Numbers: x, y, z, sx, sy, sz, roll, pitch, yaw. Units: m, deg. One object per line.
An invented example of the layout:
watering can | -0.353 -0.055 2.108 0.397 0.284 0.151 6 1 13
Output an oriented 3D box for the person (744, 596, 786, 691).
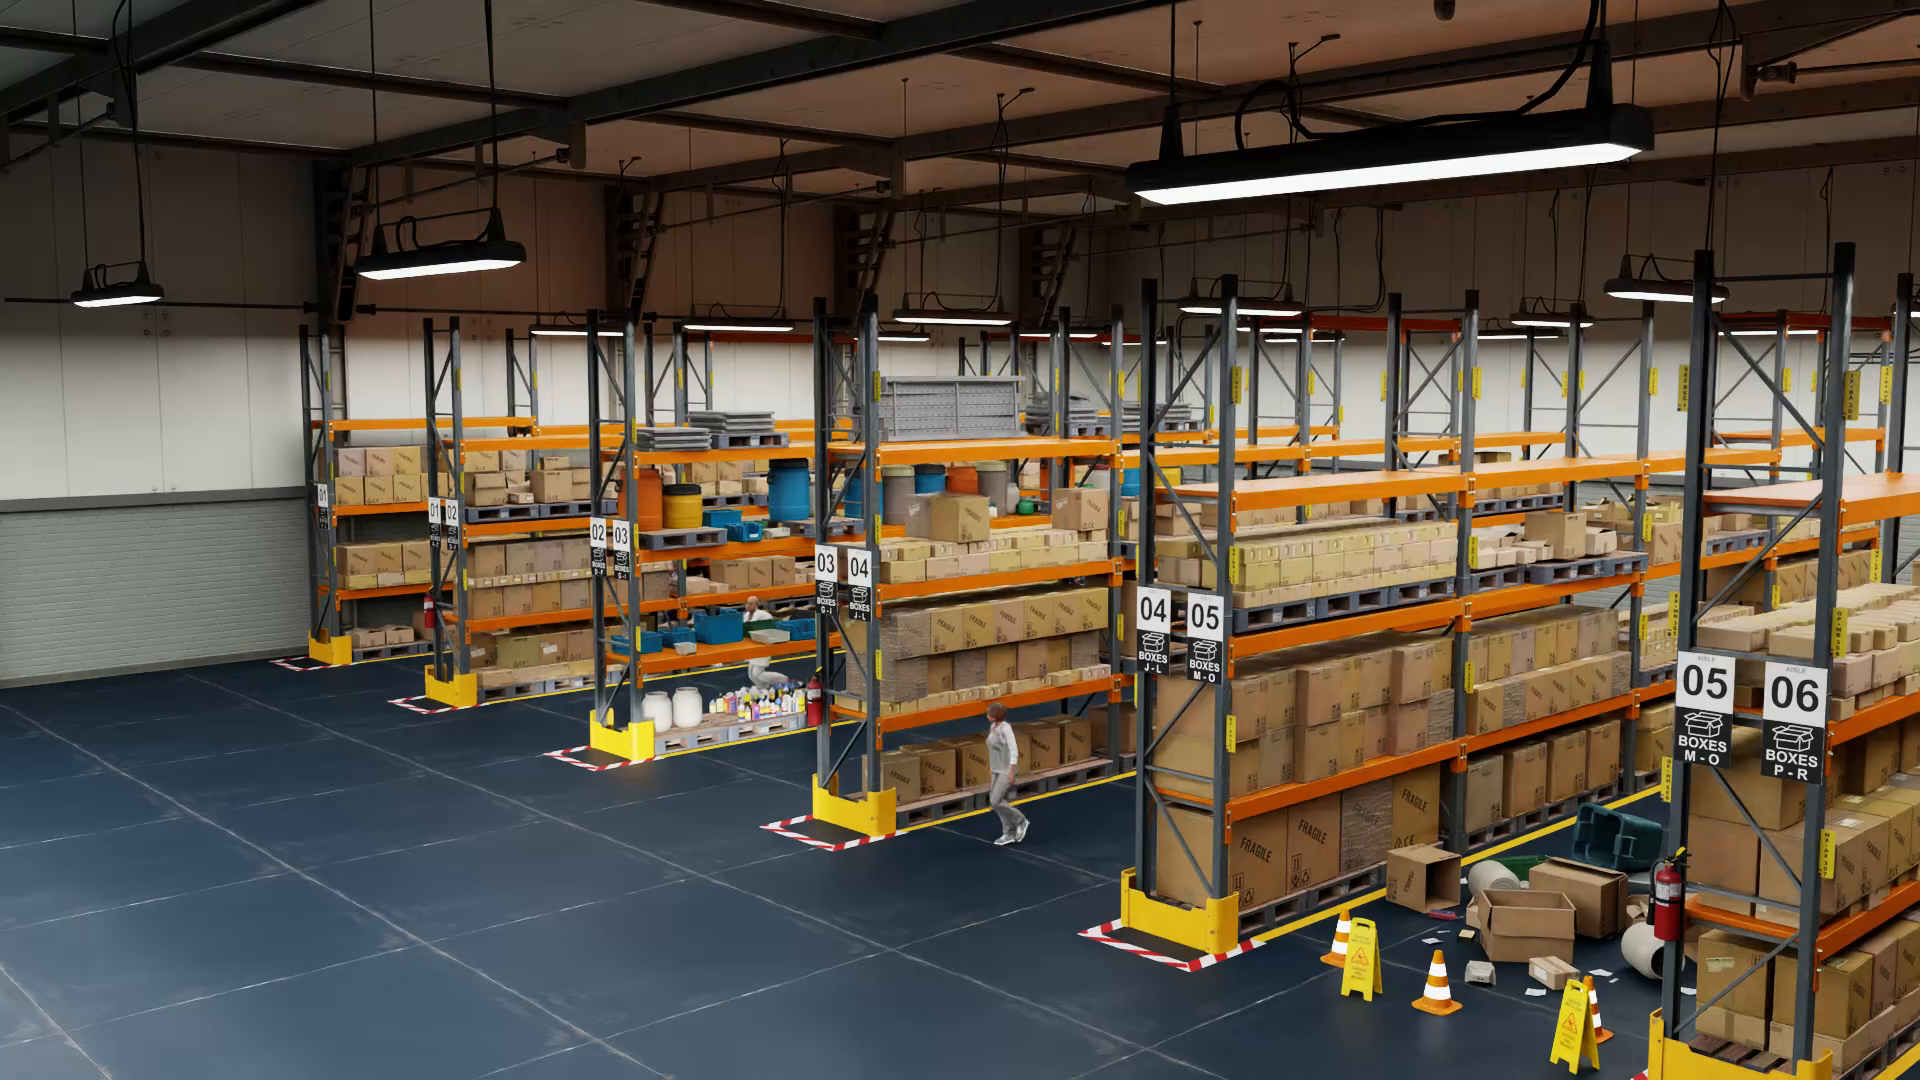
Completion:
person | -3.068 1.701 26.065 0.683 1.698 0.689 -5 7 -38

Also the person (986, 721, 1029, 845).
person | 0.509 2.657 18.237 0.455 1.366 0.489 -2 6 -20

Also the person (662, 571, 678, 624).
person | -5.419 1.282 31.404 1.043 1.392 0.450 -5 8 -43
